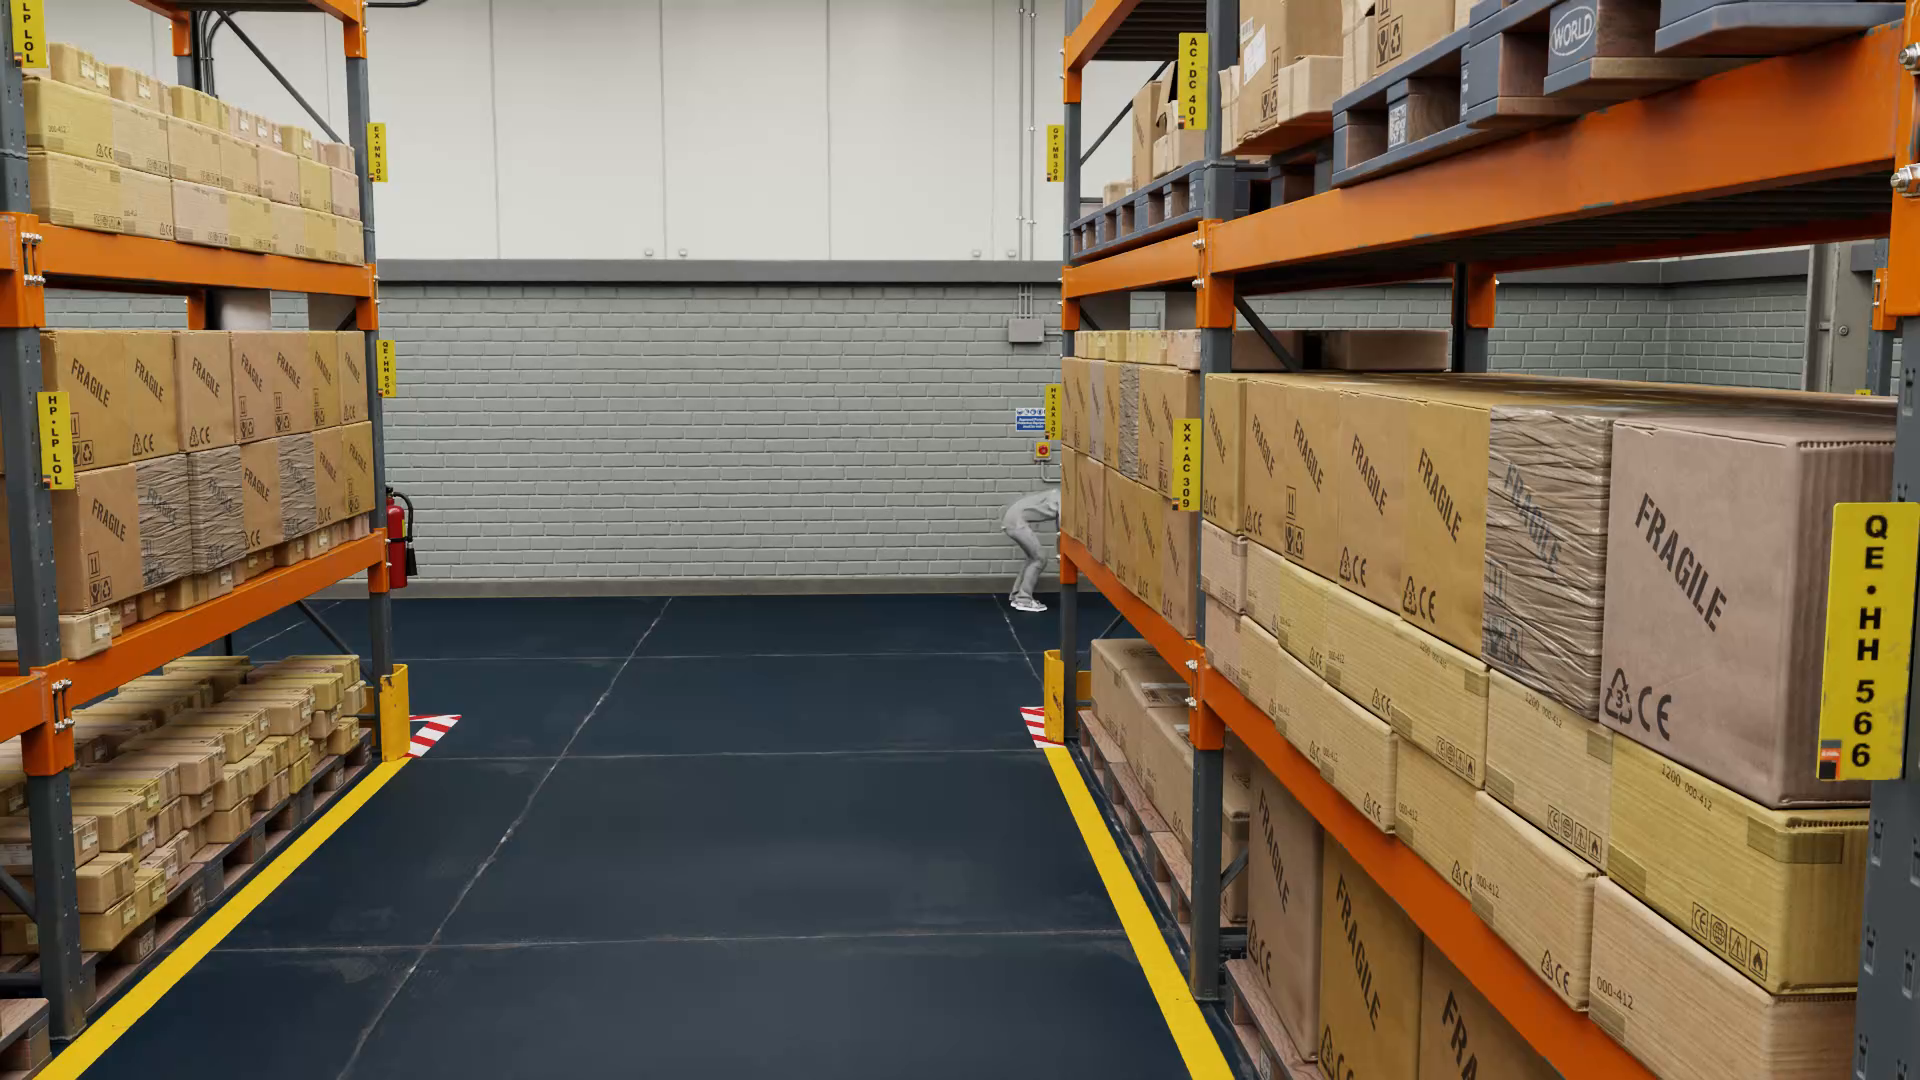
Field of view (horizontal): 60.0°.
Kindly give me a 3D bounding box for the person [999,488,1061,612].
[{"bbox_3d":[0.765,0.050,14.738,0.836,1.144,0.395,-1,7,-6],"label":"person"}]
